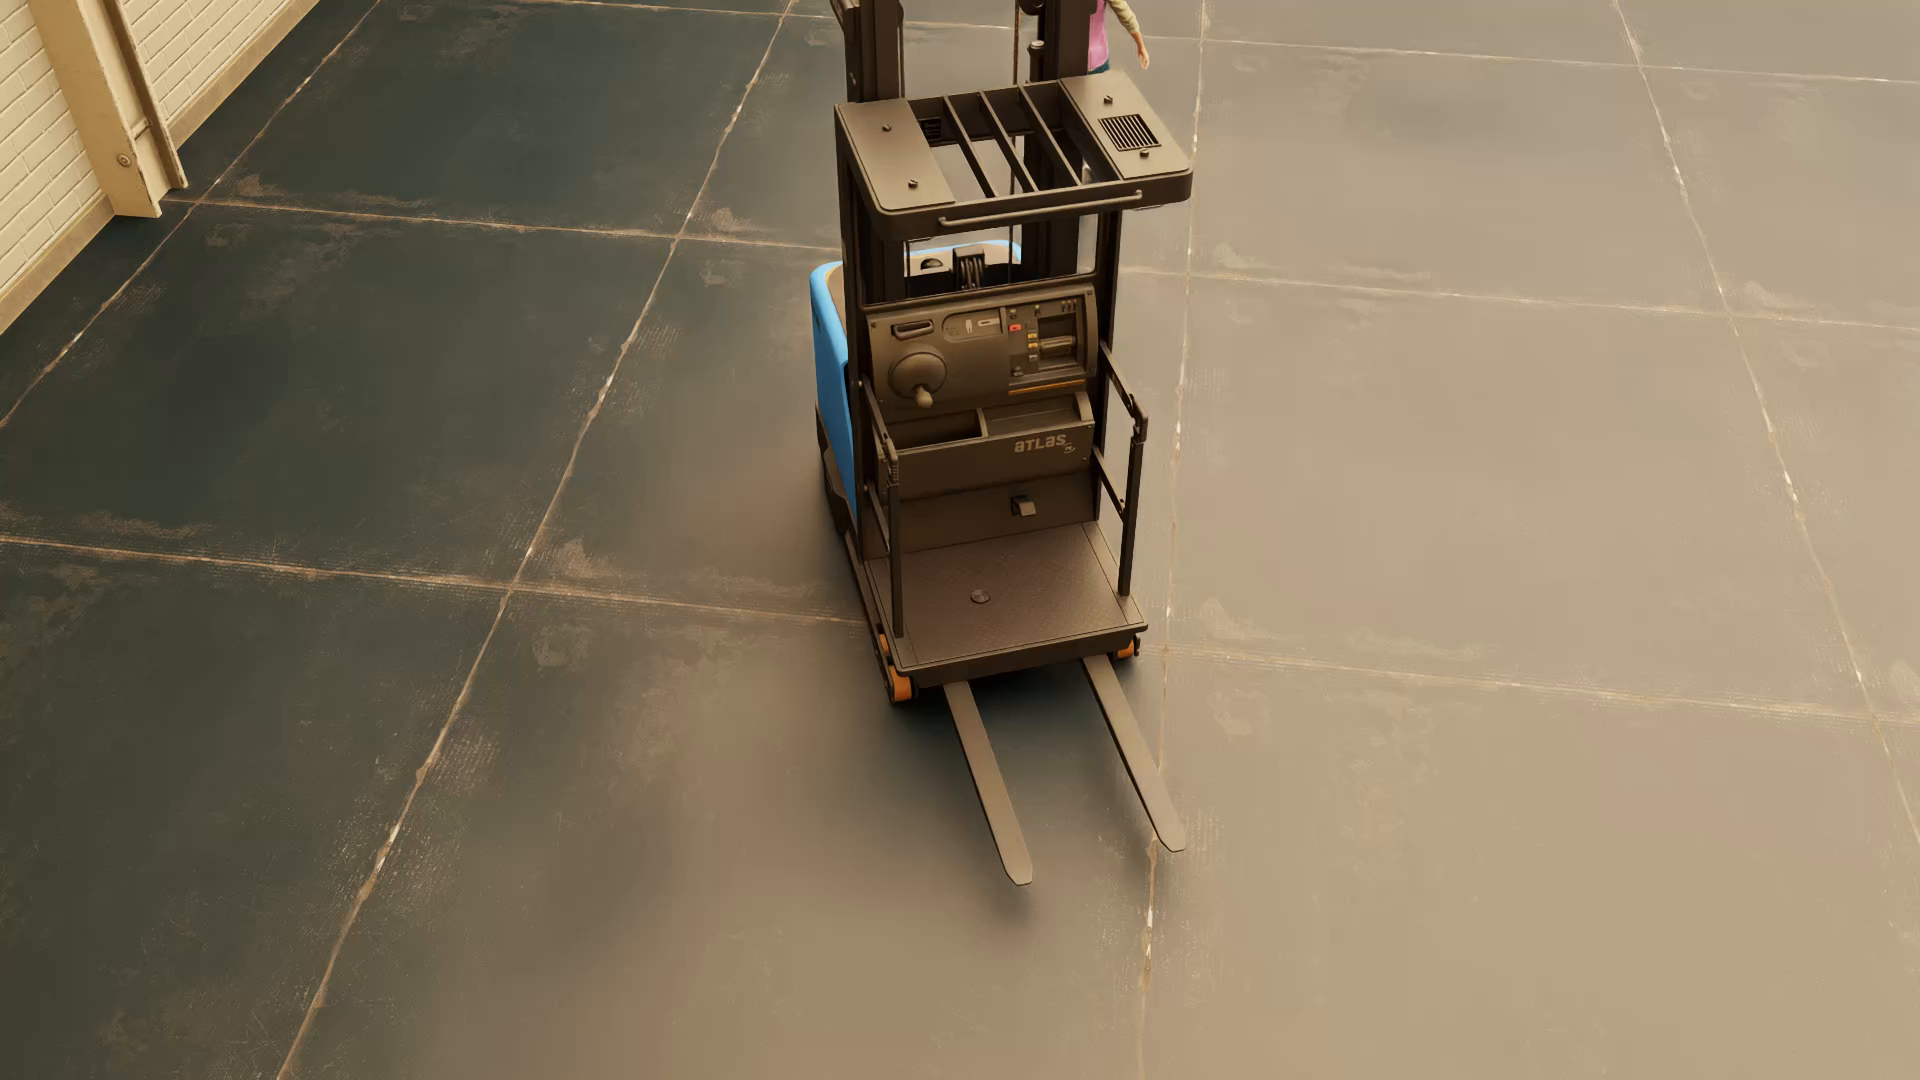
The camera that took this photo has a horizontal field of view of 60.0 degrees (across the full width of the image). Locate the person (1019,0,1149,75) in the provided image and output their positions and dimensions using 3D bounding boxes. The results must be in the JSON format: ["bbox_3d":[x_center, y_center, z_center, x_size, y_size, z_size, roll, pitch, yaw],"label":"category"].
[{"bbox_3d":[0.715,-2.873,9.894,0.823,1.608,0.490,6,43,6],"label":"person"}]

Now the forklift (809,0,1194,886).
[{"bbox_3d":[0.153,-0.681,6.465,1.130,2.935,3.031,-10,44,-11],"label":"forklift"}]
